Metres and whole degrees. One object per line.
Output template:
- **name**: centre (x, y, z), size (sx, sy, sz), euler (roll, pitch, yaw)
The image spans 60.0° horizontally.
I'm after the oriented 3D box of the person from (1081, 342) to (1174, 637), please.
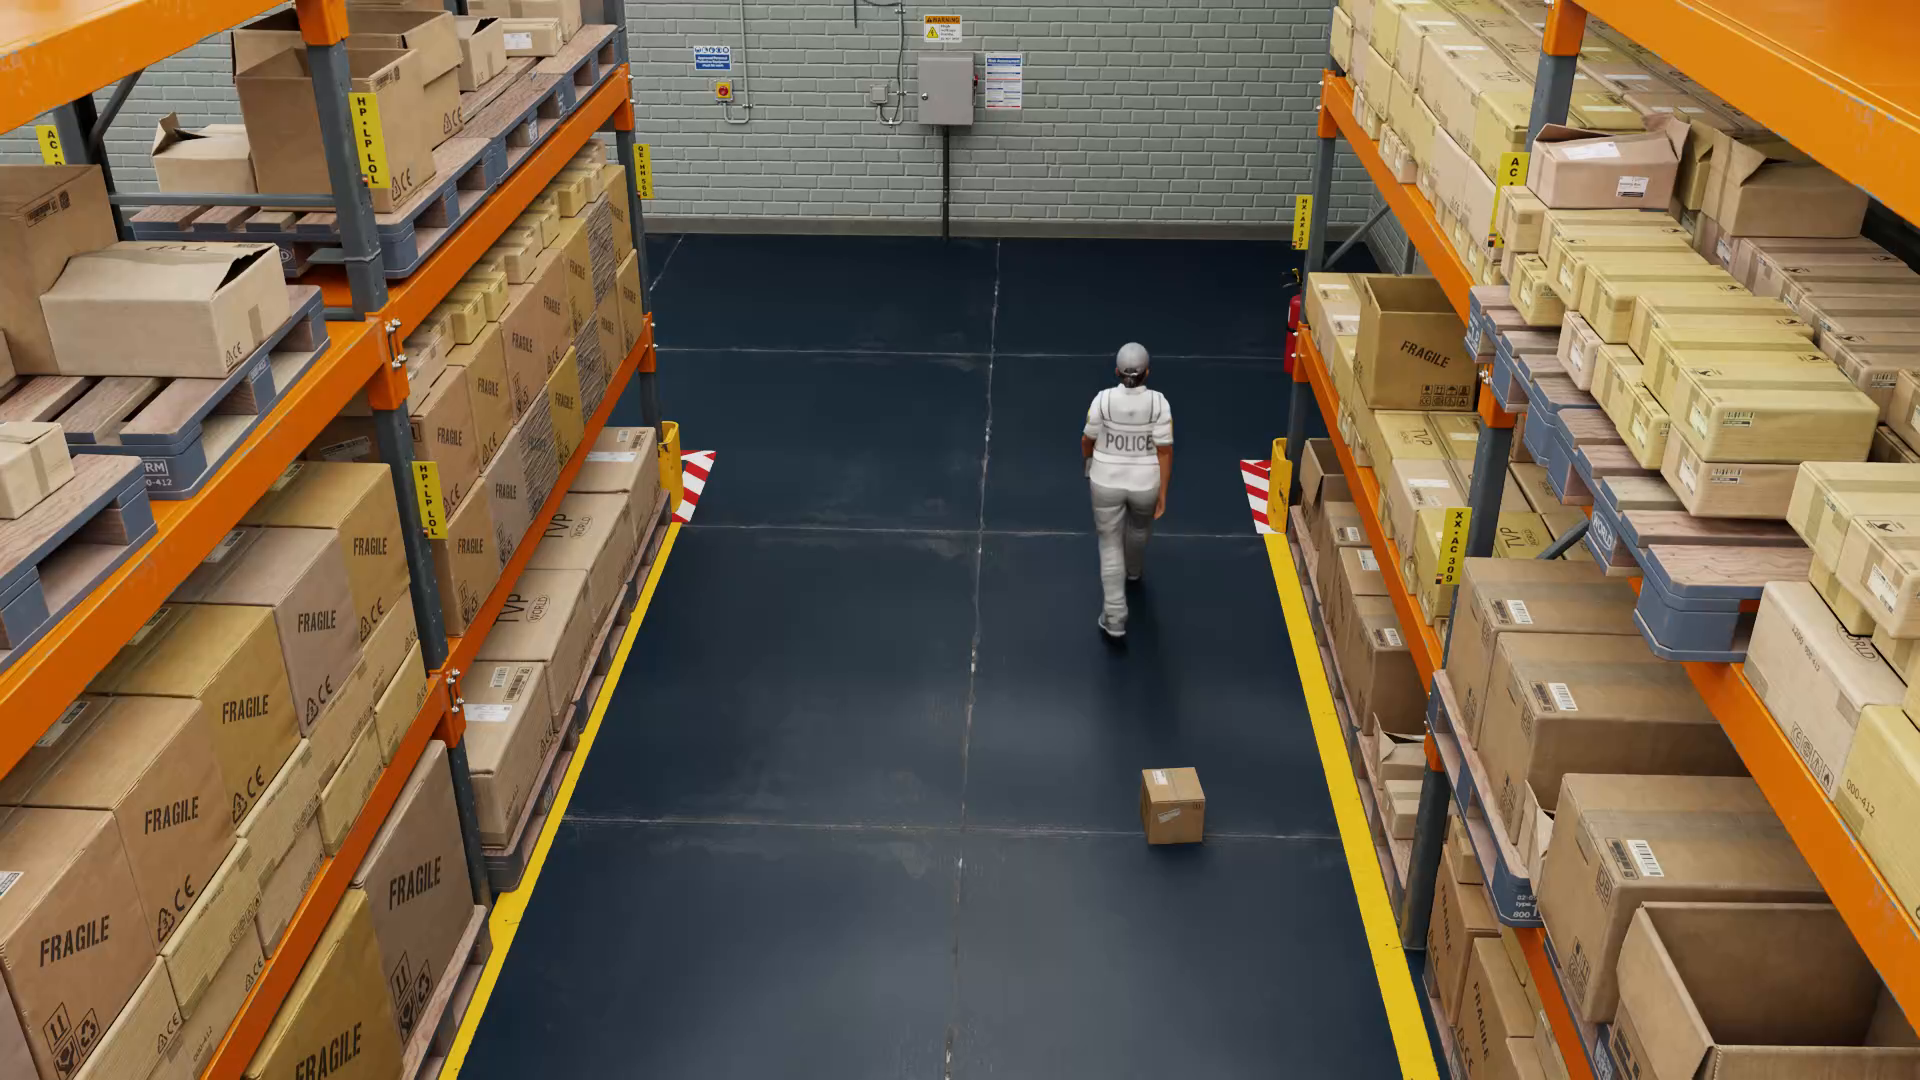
- **person**: centre (0.915, -0.364, 9.278), size (0.490, 1.600, 1.017), euler (-1, 28, -1)
